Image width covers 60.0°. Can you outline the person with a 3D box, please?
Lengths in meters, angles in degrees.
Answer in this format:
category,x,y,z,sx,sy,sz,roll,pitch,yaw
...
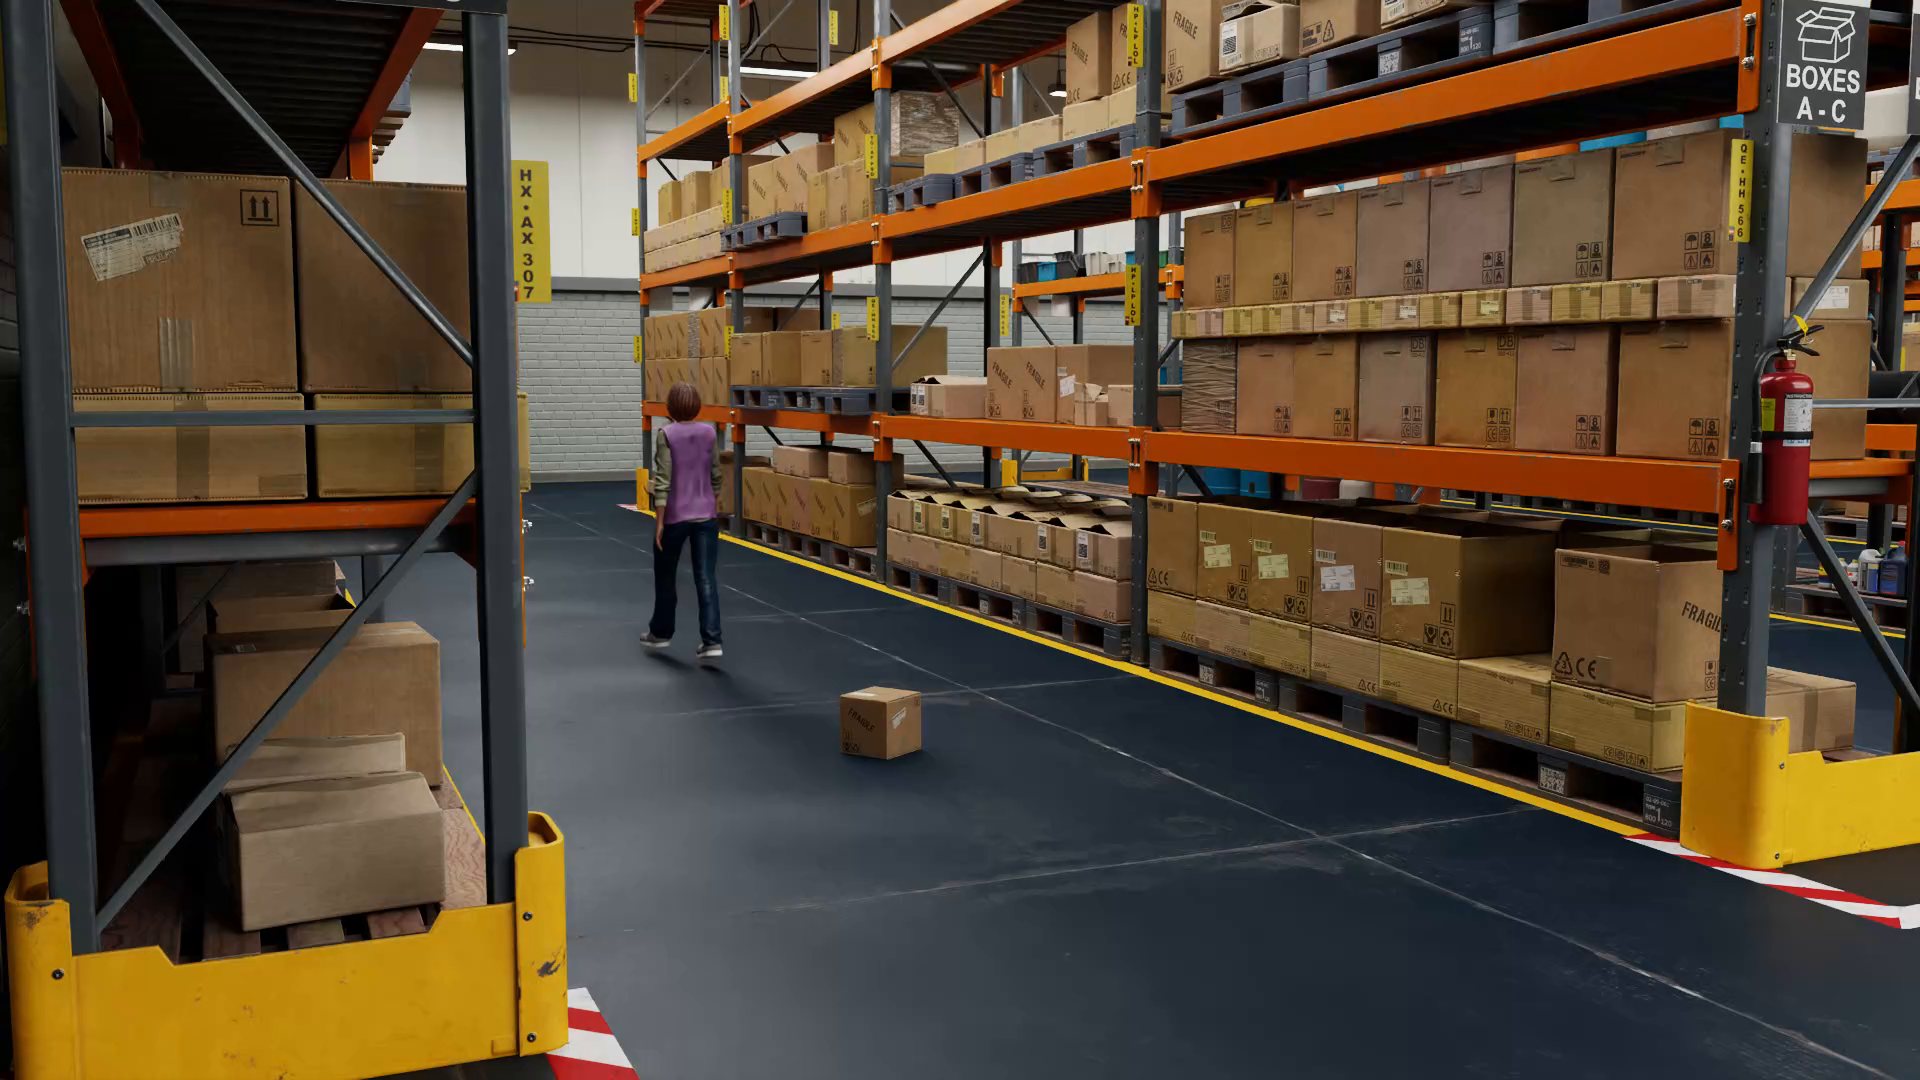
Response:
category,x,y,z,sx,sy,sz,roll,pitch,yaw
person,-1.556,-0.127,9.396,0.442,1.537,0.934,-3,6,-27
